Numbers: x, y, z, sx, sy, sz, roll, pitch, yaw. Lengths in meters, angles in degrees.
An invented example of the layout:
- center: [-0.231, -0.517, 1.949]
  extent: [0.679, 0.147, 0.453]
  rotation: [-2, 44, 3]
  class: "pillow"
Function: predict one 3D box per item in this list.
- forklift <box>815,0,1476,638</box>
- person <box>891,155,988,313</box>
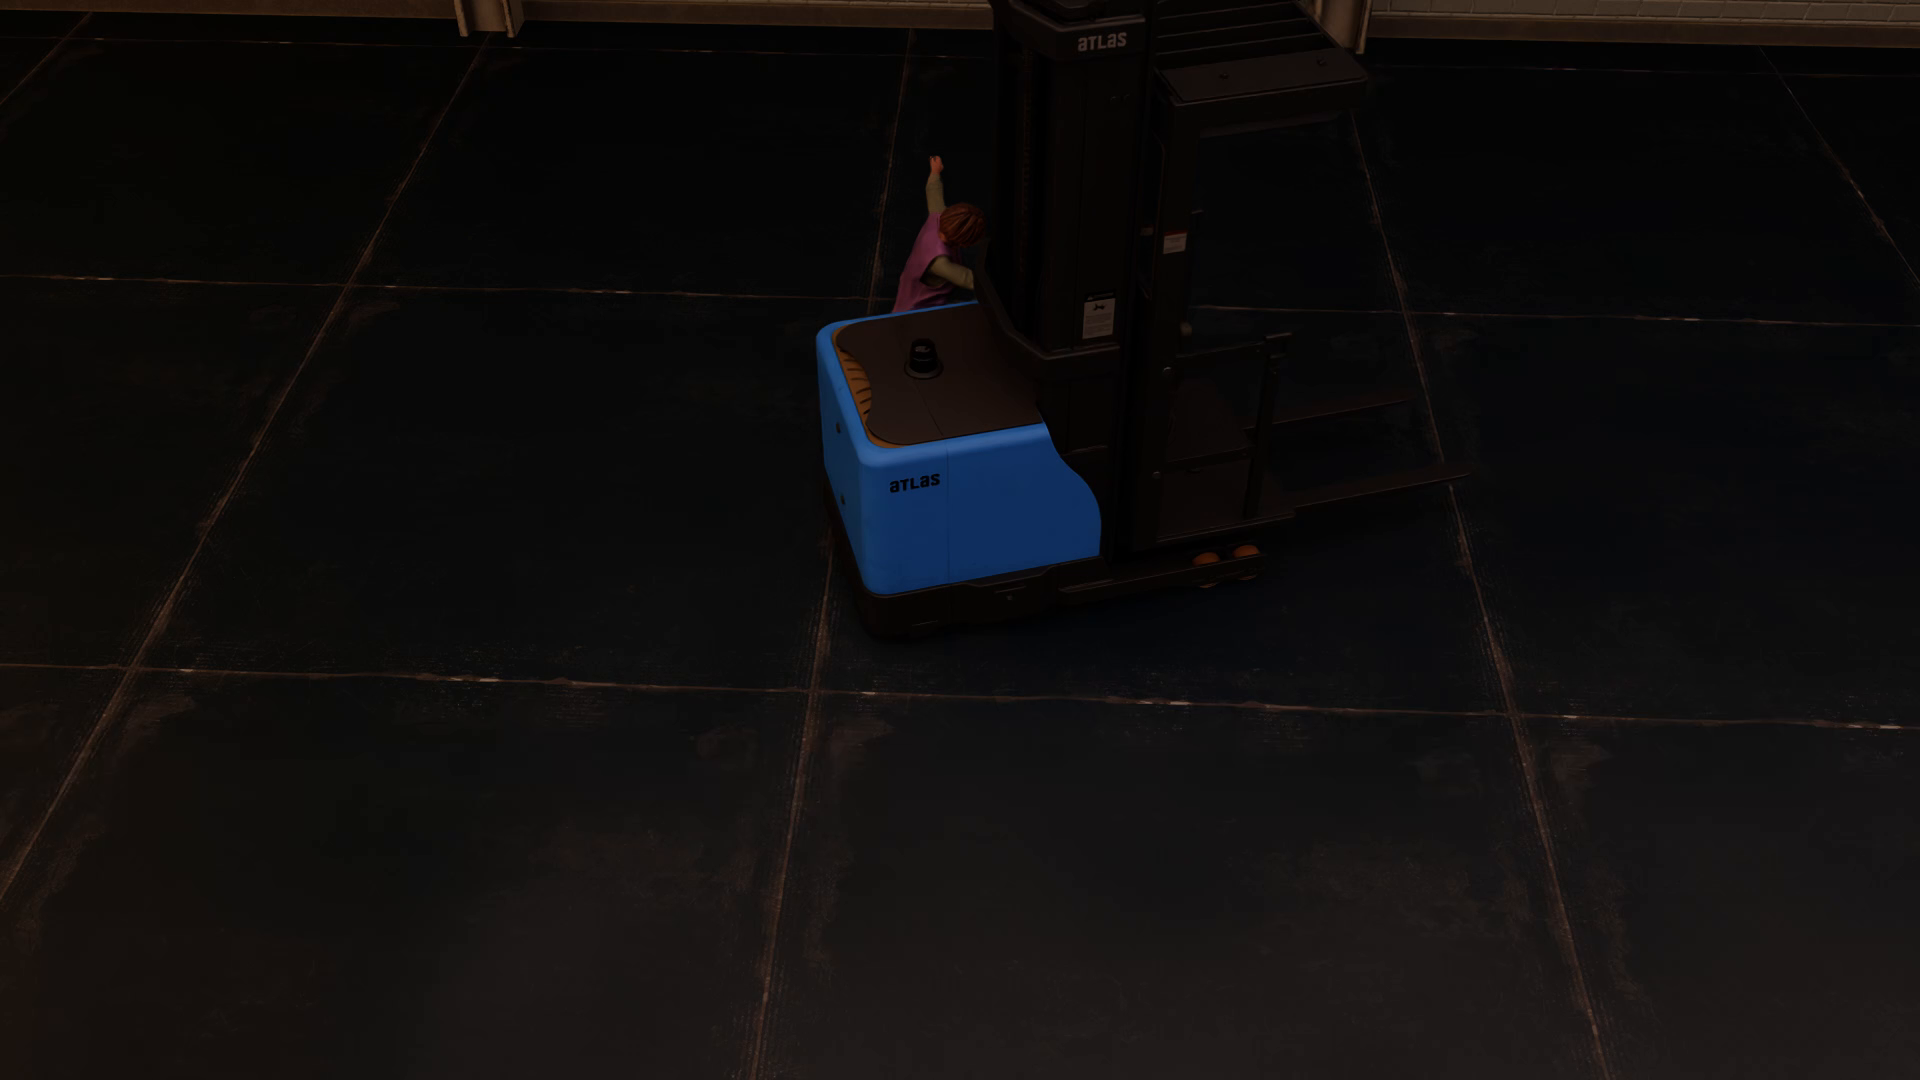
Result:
- center: [0.921, -1.197, 7.053]
  extent: [3.031, 2.935, 1.130]
  rotation: [-10, 43, -11]
  class: "forklift"
- center: [0.006, -1.181, 8.159]
  extent: [0.638, 1.251, 1.220]
  rotation: [8, 43, 9]
  class: "person"
